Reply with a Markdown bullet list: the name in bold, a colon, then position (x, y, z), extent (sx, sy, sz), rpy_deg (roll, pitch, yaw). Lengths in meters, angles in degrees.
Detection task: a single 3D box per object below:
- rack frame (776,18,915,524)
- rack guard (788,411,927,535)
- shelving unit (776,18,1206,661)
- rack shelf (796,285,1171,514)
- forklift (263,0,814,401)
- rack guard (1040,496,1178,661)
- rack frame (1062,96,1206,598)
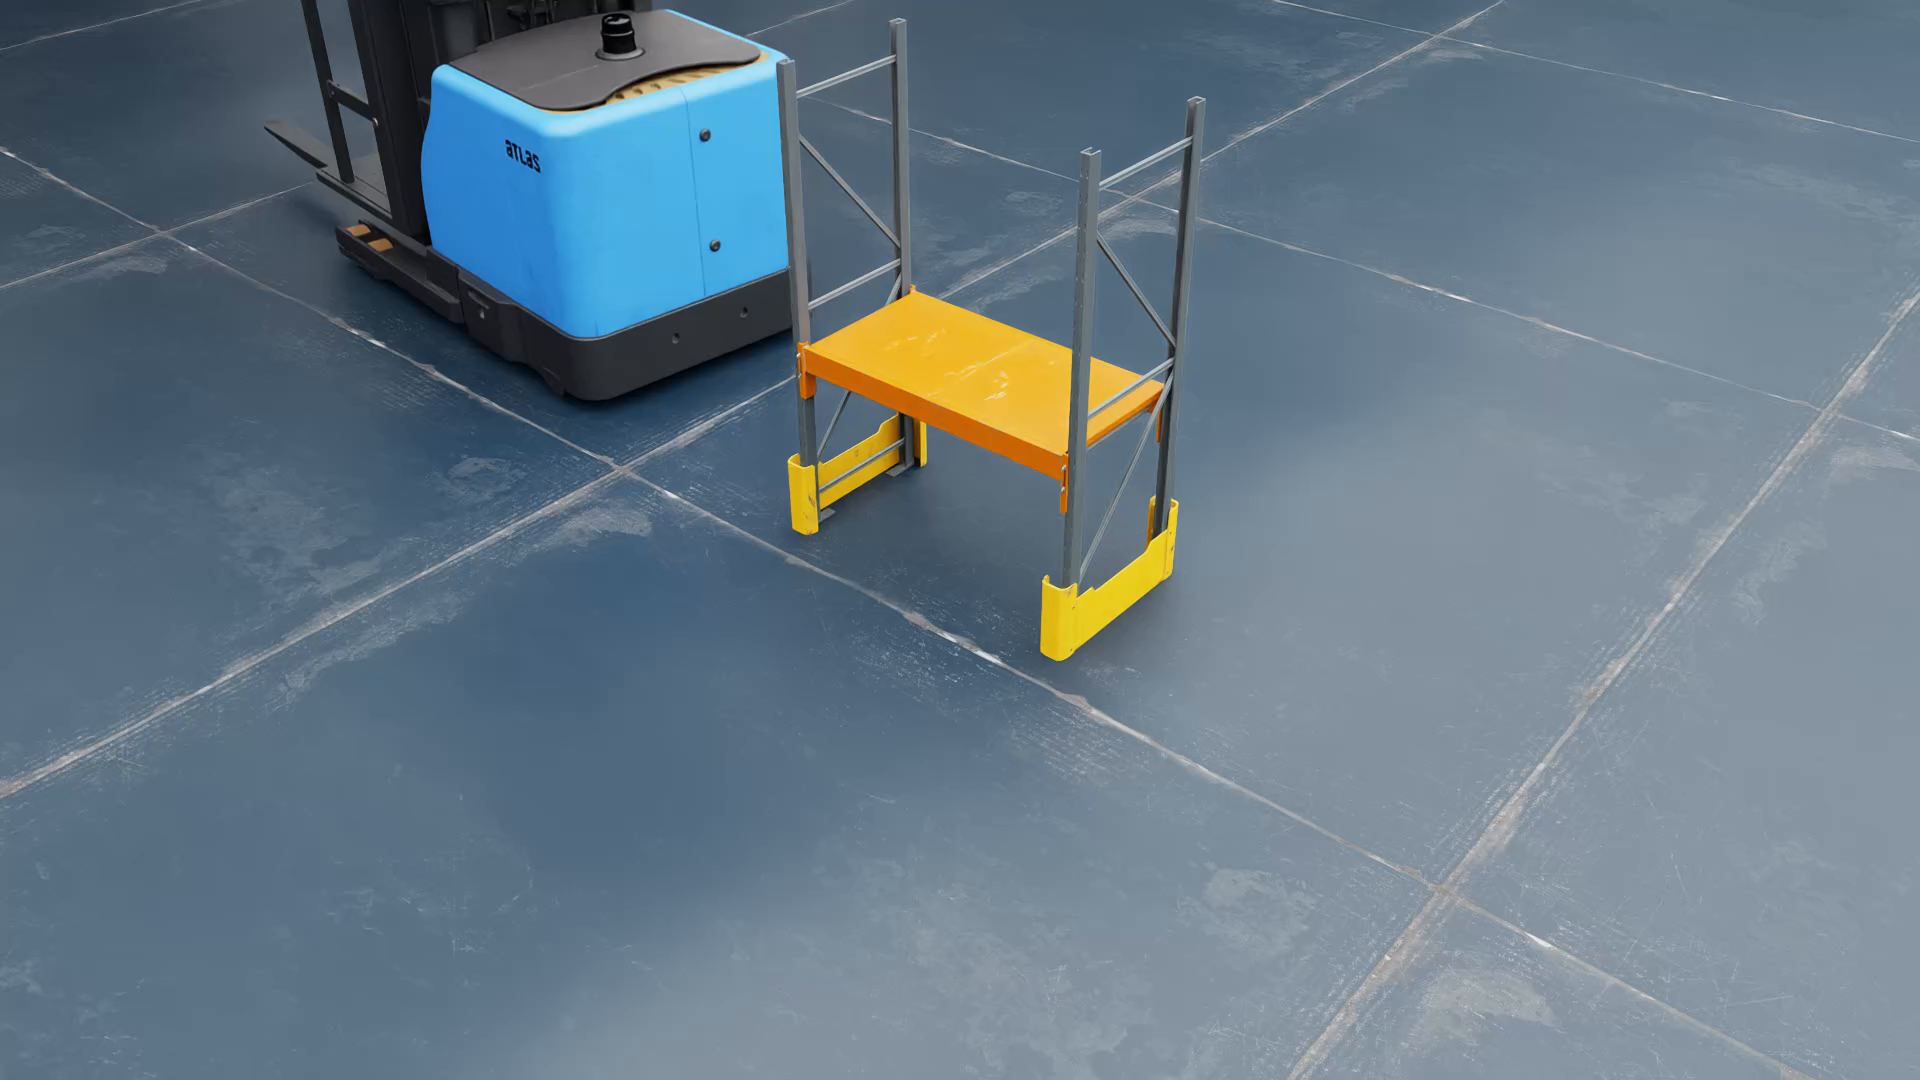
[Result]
- **rack frame**: position (-0.325, -0.771, 5.049), extent (0.032, 1.500, 0.500), rpy_deg (25, 42, 32)
- **rack guard**: position (-0.324, -0.256, 5.402), extent (0.087, 0.250, 0.587), rpy_deg (25, 42, 32)
- **shelving unit**: position (0.059, -0.591, 4.785), extent (1.083, 1.500, 0.587), rpy_deg (25, 42, 32)
- **rack shelf**: position (0.066, -0.439, 4.882), extent (1.000, 0.185, 0.538), rpy_deg (25, 42, 32)
- **forklift**: position (-1.933, -2.443, 6.218), extent (1.130, 2.935, 3.031), rpy_deg (-28, 43, -34)
- **rack guard**: position (0.441, 0.105, 4.876), extent (0.087, 0.250, 0.587), rpy_deg (25, 42, 32)
- **rack frame**: position (0.456, -0.403, 4.512), extent (0.032, 1.500, 0.500), rpy_deg (25, 42, 32)
